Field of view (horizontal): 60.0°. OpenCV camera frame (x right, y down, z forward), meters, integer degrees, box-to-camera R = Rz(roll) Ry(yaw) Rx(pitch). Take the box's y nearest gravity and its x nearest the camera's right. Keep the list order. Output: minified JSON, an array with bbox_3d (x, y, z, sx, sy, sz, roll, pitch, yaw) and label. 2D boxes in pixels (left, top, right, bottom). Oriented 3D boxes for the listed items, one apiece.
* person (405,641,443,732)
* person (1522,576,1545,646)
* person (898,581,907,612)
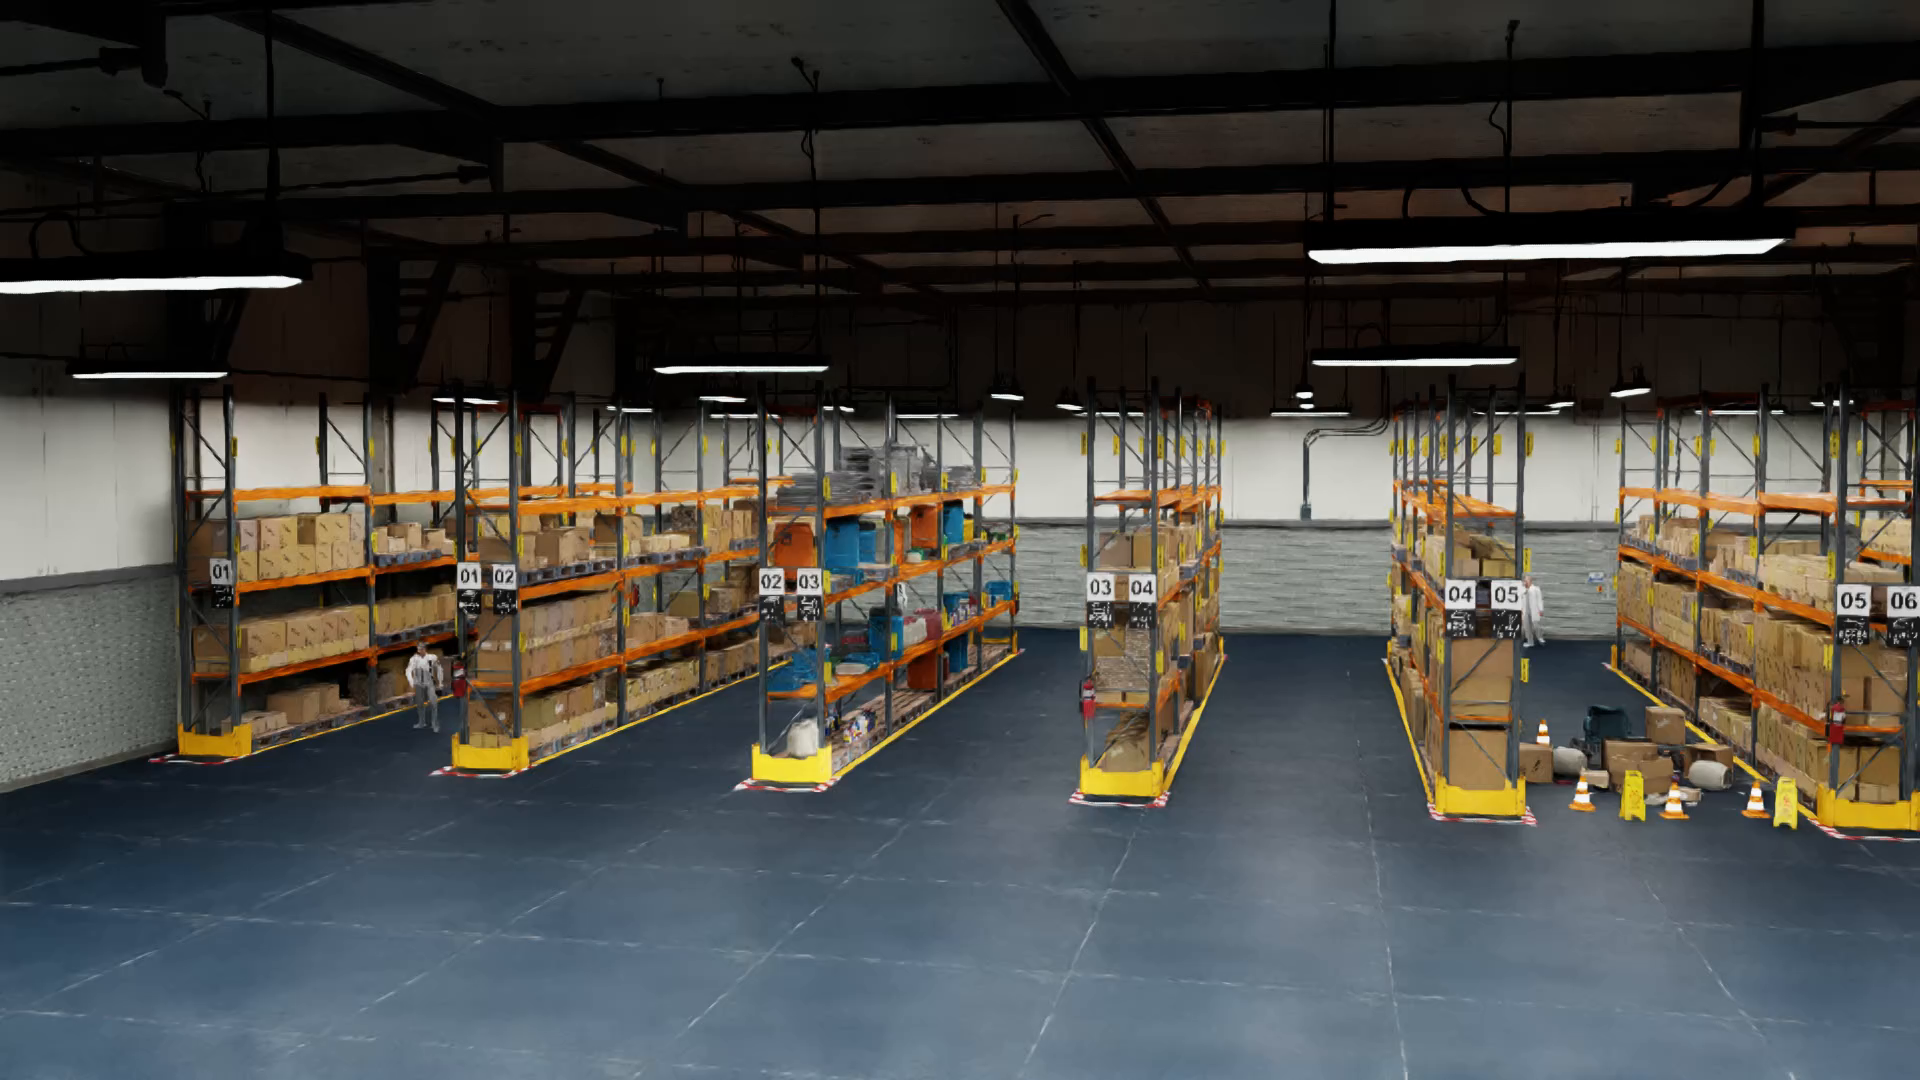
[{"bbox_3d":[-9.417,2.549,29.307,0.639,1.610,0.796,0,3,-5],"label":"person"},{"bbox_3d":[14.421,1.780,41.860,0.606,1.770,0.623,-3,4,-42],"label":"person"},{"bbox_3d":[-1.719,1.661,45.181,0.495,1.589,1.086,1,3,14],"label":"person"}]
